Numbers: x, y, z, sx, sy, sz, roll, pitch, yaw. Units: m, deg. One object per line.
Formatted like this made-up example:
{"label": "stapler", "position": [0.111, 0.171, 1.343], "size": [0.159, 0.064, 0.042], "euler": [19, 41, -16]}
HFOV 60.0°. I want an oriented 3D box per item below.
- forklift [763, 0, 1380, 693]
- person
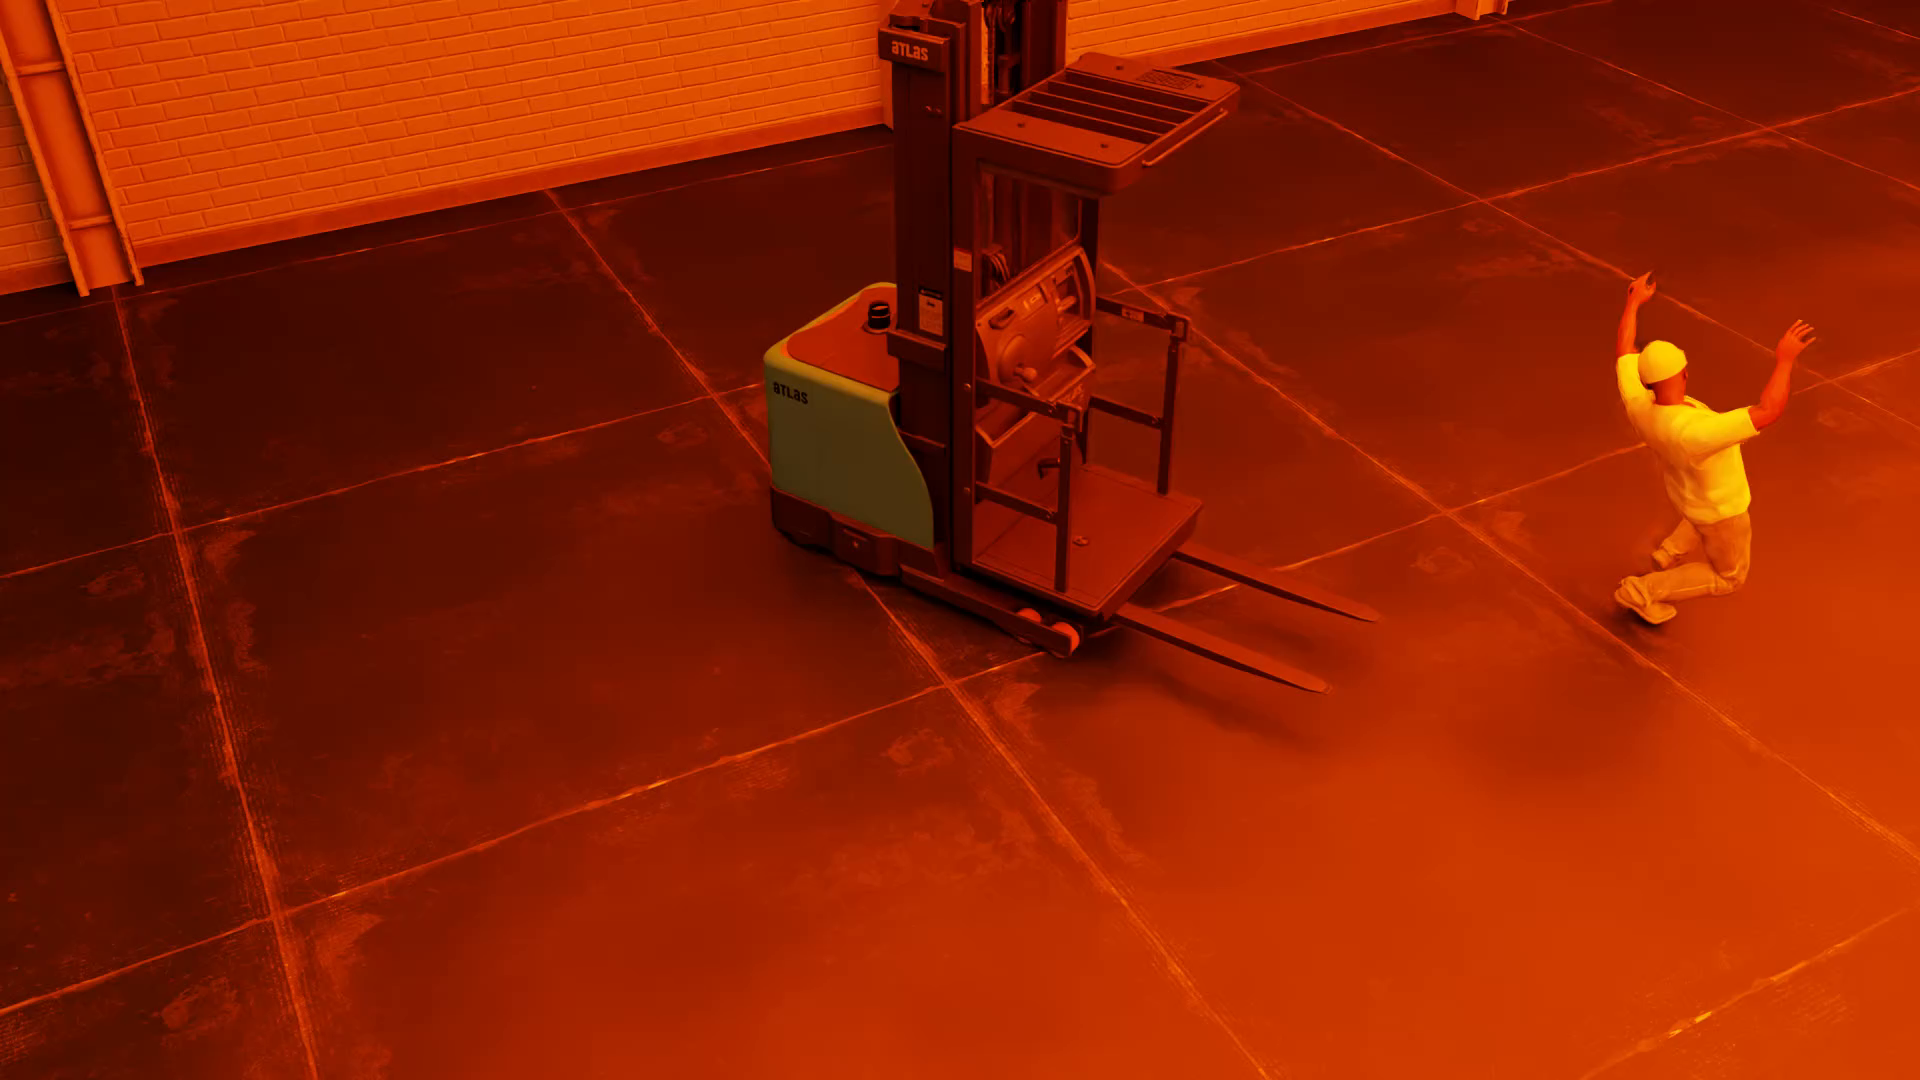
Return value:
{"label": "forklift", "position": [0.527, -0.992, 7.526], "size": [3.031, 2.935, 1.130], "euler": [21, 40, 27]}
{"label": "person", "position": [3.432, -0.435, 7.872], "size": [0.827, 1.667, 1.119], "euler": [-3, 35, -4]}
